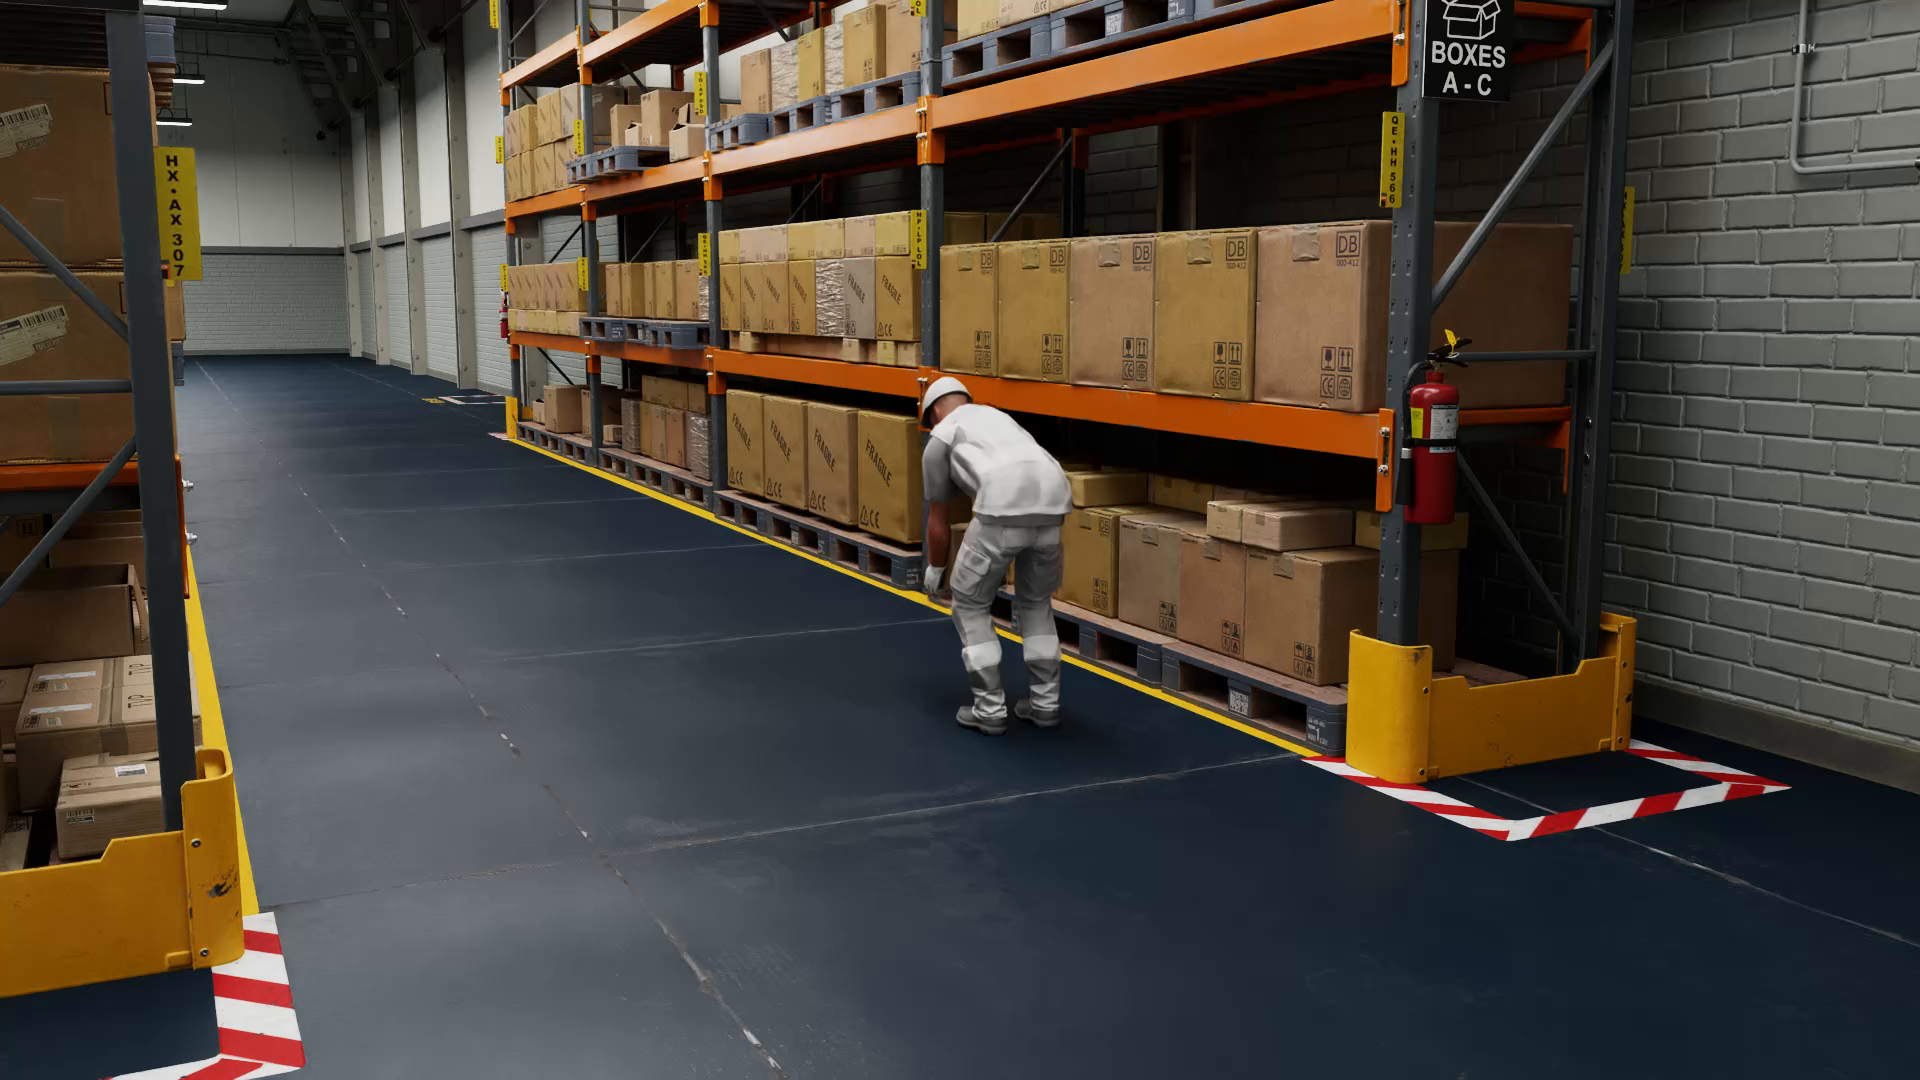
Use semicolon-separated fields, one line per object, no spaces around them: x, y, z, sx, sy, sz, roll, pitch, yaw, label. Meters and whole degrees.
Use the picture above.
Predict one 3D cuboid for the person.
0.111;0.038;6.847;0.498;1.392;0.888;-4;9;-28;person
